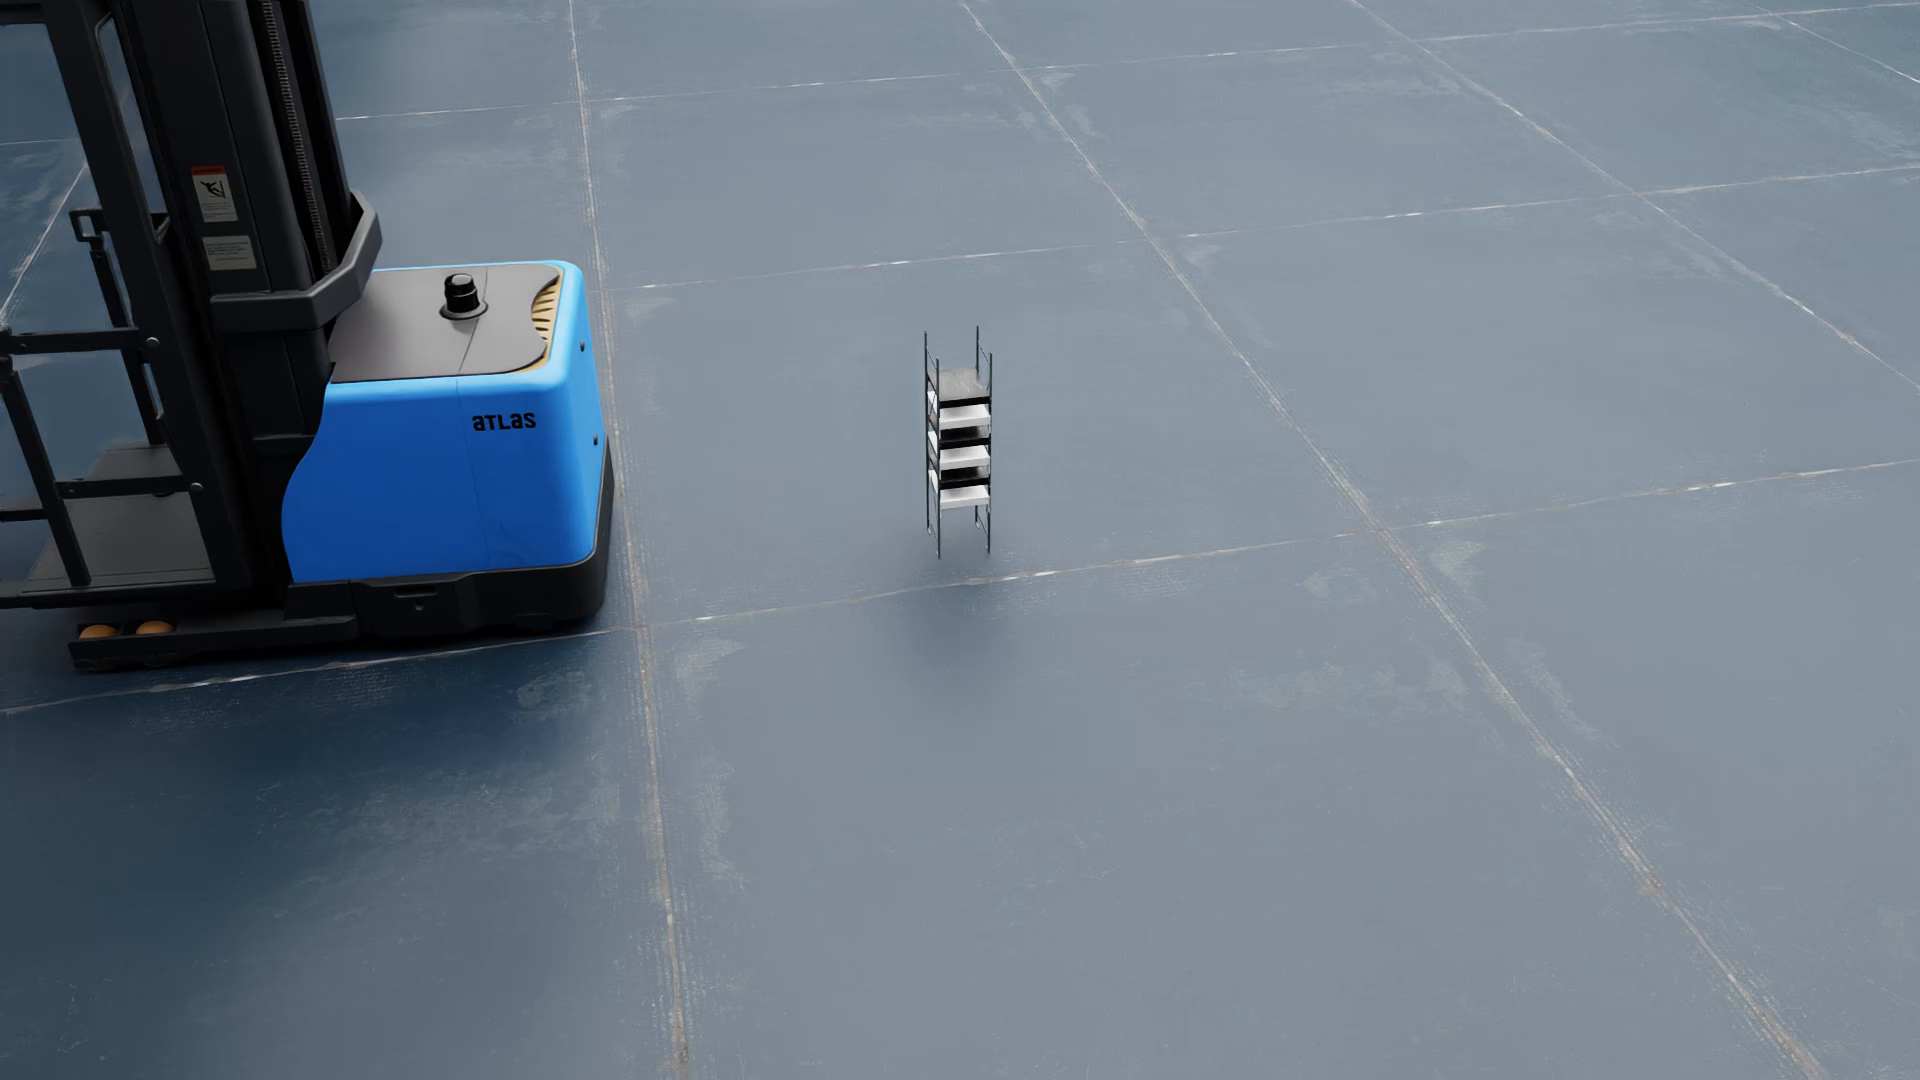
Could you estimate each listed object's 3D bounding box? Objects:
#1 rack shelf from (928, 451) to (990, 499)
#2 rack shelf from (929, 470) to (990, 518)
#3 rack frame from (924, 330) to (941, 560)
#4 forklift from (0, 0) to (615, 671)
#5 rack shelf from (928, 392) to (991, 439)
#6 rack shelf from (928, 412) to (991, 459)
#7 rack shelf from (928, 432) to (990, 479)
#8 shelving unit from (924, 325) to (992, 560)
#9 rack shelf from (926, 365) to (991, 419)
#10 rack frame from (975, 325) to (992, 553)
[{"bbox_3d":[-0.008,-0.270,6.566,0.200,0.077,0.258,-7,35,-11],"label":"rack shelf"},{"bbox_3d":[-0.008,-0.196,6.617,0.200,0.077,0.258,-7,35,-11],"label":"rack shelf"},{"bbox_3d":[-0.107,-0.360,6.479,0.006,0.900,0.240,-7,35,-11],"label":"rack frame"},{"bbox_3d":[-2.899,-1.055,5.692,3.031,2.935,1.130,-4,34,-6],"label":"forklift"},{"bbox_3d":[-0.008,-0.494,6.416,0.200,0.077,0.258,-7,35,-11],"label":"rack shelf"},{"bbox_3d":[-0.008,-0.420,6.466,0.200,0.077,0.258,-7,35,-11],"label":"rack shelf"},{"bbox_3d":[-0.008,-0.345,6.516,0.200,0.077,0.258,-7,35,-11],"label":"rack shelf"},{"bbox_3d":[-0.008,-0.373,6.498,0.210,0.900,0.258,-7,35,-11],"label":"shelving unit"},{"bbox_3d":[-0.008,-0.569,6.366,0.200,0.077,0.258,-7,35,-11],"label":"rack shelf"},{"bbox_3d":[0.091,-0.385,6.516,0.006,0.900,0.240,-7,35,-11],"label":"rack frame"}]
